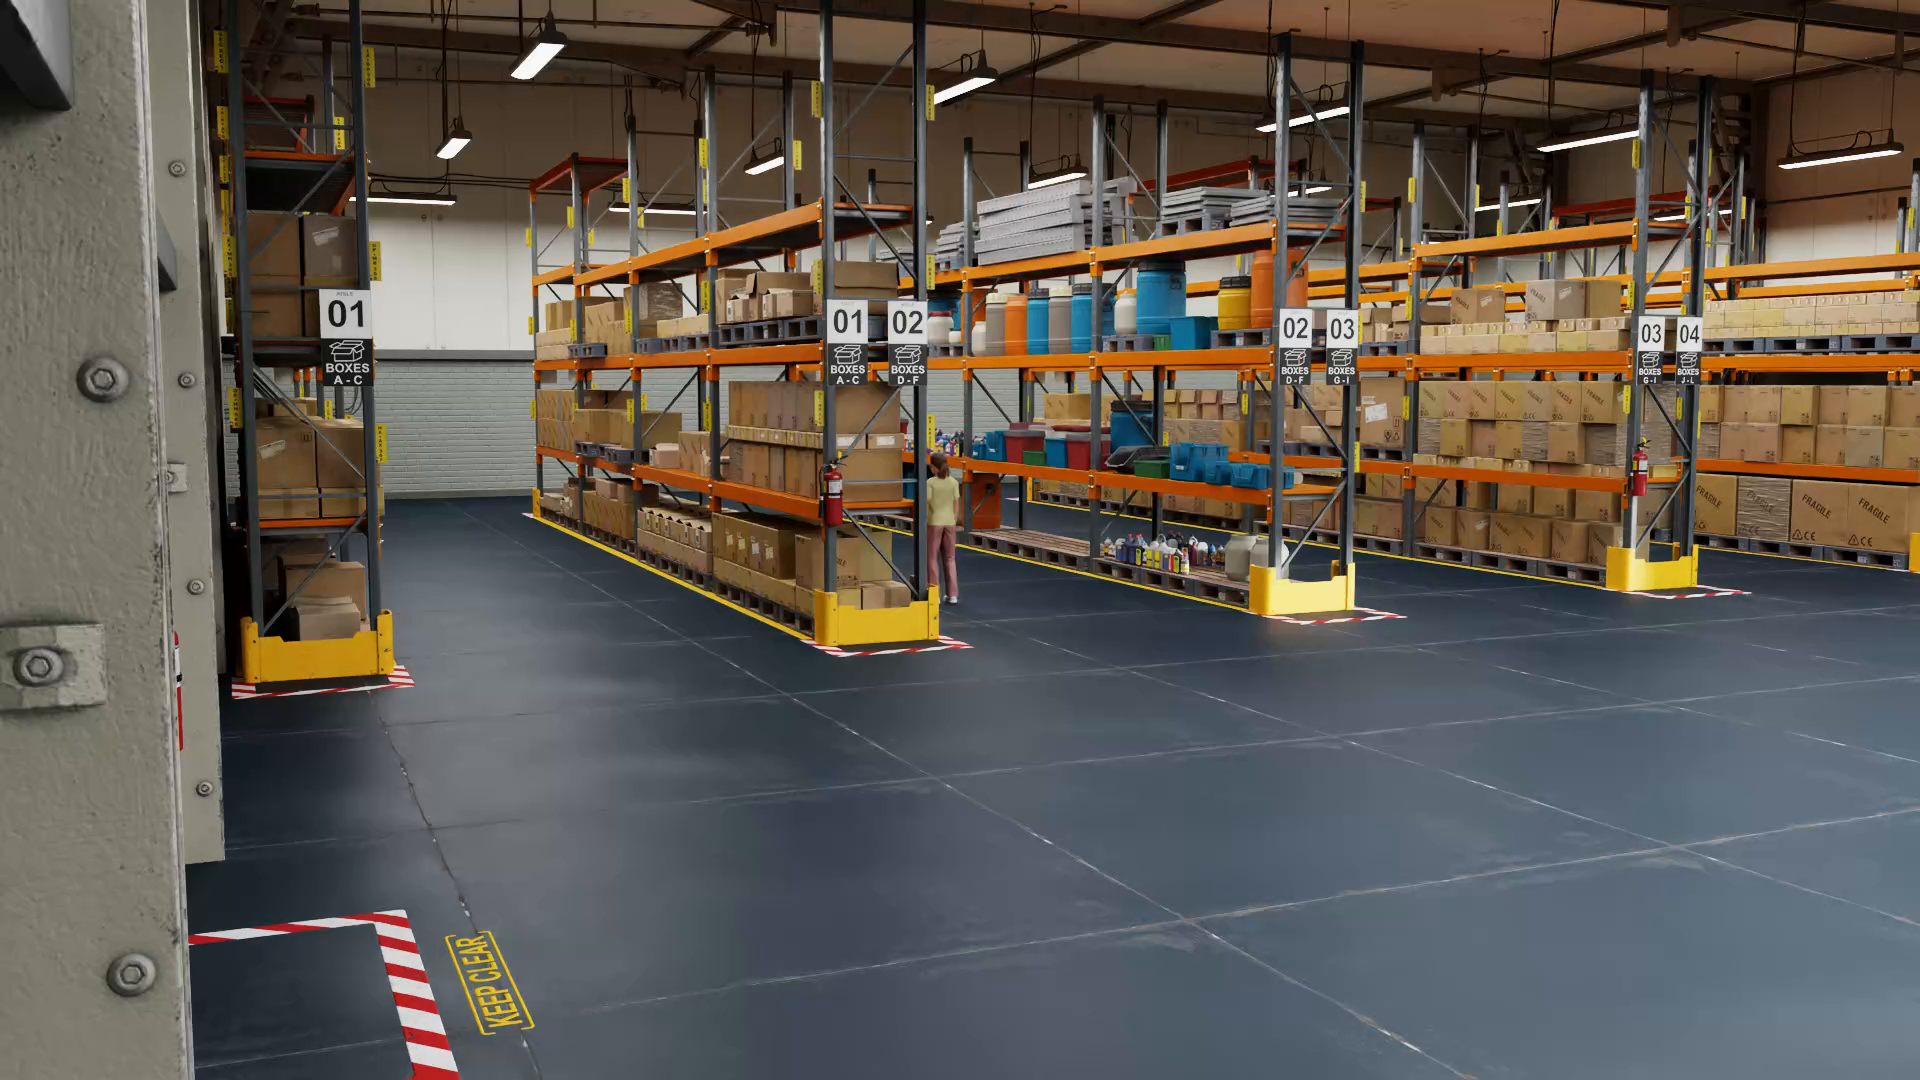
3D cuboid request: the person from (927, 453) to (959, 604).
[{"bbox_3d":[-0.232,-0.123,18.365,0.455,1.662,0.348,-2,6,-22],"label":"person"}]
